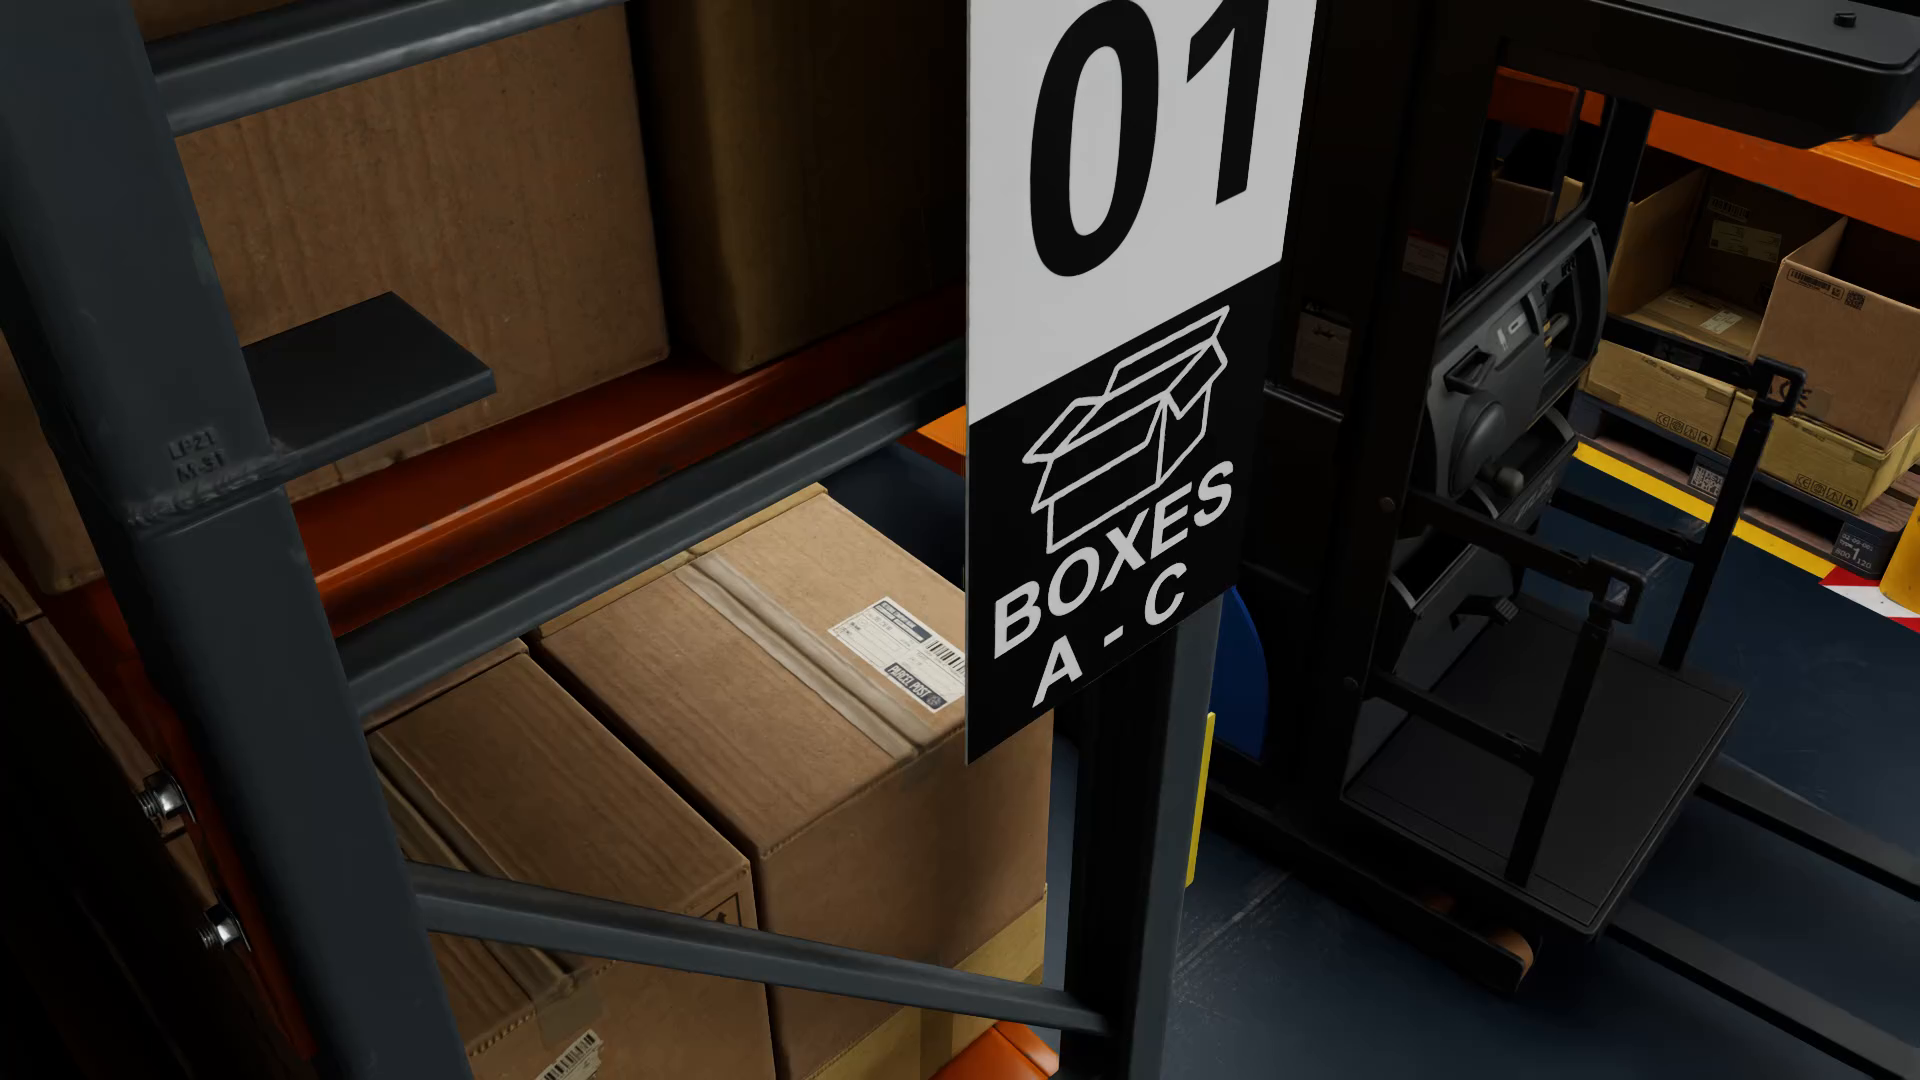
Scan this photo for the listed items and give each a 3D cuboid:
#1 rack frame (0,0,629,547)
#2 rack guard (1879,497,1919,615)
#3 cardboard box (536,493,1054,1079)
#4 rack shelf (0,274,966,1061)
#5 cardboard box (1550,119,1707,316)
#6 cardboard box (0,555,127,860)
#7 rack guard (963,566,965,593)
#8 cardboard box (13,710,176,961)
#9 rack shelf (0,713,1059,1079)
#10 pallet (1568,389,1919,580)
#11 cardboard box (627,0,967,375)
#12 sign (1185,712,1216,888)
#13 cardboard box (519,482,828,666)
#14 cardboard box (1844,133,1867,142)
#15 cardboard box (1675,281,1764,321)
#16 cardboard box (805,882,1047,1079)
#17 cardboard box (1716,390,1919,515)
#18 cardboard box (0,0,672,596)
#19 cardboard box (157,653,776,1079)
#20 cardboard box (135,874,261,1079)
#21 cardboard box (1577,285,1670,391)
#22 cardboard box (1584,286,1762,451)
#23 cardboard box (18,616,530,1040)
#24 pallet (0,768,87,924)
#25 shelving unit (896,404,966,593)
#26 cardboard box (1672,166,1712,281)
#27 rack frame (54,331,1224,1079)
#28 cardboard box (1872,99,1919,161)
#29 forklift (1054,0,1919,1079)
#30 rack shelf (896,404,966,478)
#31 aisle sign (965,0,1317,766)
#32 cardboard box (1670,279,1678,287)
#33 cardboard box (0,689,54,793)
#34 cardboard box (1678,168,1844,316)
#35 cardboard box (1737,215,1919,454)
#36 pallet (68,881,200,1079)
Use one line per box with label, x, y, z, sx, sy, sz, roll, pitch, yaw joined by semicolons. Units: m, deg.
rack frame;-0.119;-1.405;0.251;1.000;3.000;0.127;-30;48;-32
rack guard;3.544;-0.194;5.517;1.175;0.500;0.348;-30;48;-32
cardboard box;-0.220;0.339;2.373;0.500;0.500;0.500;-30;48;-32
rack shelf;-1.471;-0.884;2.566;1.077;0.370;4.000;-30;48;-32
cardboard box;2.258;-1.141;5.957;0.500;0.500;0.500;-30;48;-32
cardboard box;-1.280;0.086;2.687;0.500;0.500;0.500;-31;48;-33
rack guard;0.225;0.066;5.393;0.087;0.250;0.587;29;47;31
cardboard box;-1.280;0.379;2.921;0.500;0.250;0.500;-30;48;-32
rack shelf;-1.471;0.283;3.508;1.077;0.370;4.000;-30;48;-32
pallet;2.979;-0.429;6.037;1.003;0.211;1.213;-30;48;-32
cardboard box;-0.161;-0.545;1.479;0.500;0.500;0.500;-29;47;-31
sign;0.281;0.362;2.150;0.100;0.325;0.005;-30;48;-32
cardboard box;-0.547;0.106;2.662;0.500;0.500;0.500;-30;48;-32
cardboard box;2.862;-1.679;5.286;0.700;0.500;0.500;-29;47;-31
cardboard box;2.988;-0.844;6.186;0.500;0.250;0.500;-30;48;-32
cardboard box;-0.215;0.619;2.624;0.500;0.250;0.500;-31;48;-33
cardboard box;2.947;-0.394;5.629;0.500;0.250;0.500;-30;48;-32
cardboard box;-0.588;-0.370;1.262;0.500;0.500;0.500;-26;46;-29
cardboard box;-0.594;0.560;2.100;0.500;0.500;0.500;-31;48;-32
cardboard box;-0.936;0.610;2.636;0.500;0.250;0.500;-29;47;-31
cardboard box;2.261;-0.851;6.195;0.500;0.250;0.500;-30;48;-32
cardboard box;2.600;-0.620;5.909;0.500;0.250;0.500;-30;48;-32
cardboard box;-0.927;0.323;2.393;0.500;0.500;0.500;-29;47;-31
pallet;-2.344;0.459;4.938;1.003;0.211;1.213;-30;48;-32
shelving unit;-0.149;-0.627;5.257;1.083;1.500;0.587;29;47;31
cardboard box;2.641;-1.362;6.231;0.500;0.500;0.500;-30;48;-32
rack frame;-0.119;0.929;2.136;1.000;3.000;0.127;-30;48;-32
cardboard box;3.221;-1.438;4.988;0.700;0.500;0.500;-30;48;-32
forklift;1.474;-0.375;3.805;3.031;2.935;1.130;27;46;30
rack shelf;-0.142;-0.483;5.365;1.000;0.185;0.538;29;47;31
aisle sign;0.151;-0.176;1.436;0.394;0.787;0.004;-30;48;-32
cardboard box;2.650;-1.075;6.473;0.500;0.250;0.500;-30;48;-32
cardboard box;-1.624;0.147;3.209;0.500;0.250;0.500;-29;47;-31
cardboard box;2.989;-1.136;5.951;0.500;0.500;0.500;-30;48;-32
cardboard box;2.946;-0.685;5.392;0.500;0.500;0.500;-30;48;-32
pallet;-1.515;1.023;4.239;1.003;0.211;1.213;-30;48;-32
